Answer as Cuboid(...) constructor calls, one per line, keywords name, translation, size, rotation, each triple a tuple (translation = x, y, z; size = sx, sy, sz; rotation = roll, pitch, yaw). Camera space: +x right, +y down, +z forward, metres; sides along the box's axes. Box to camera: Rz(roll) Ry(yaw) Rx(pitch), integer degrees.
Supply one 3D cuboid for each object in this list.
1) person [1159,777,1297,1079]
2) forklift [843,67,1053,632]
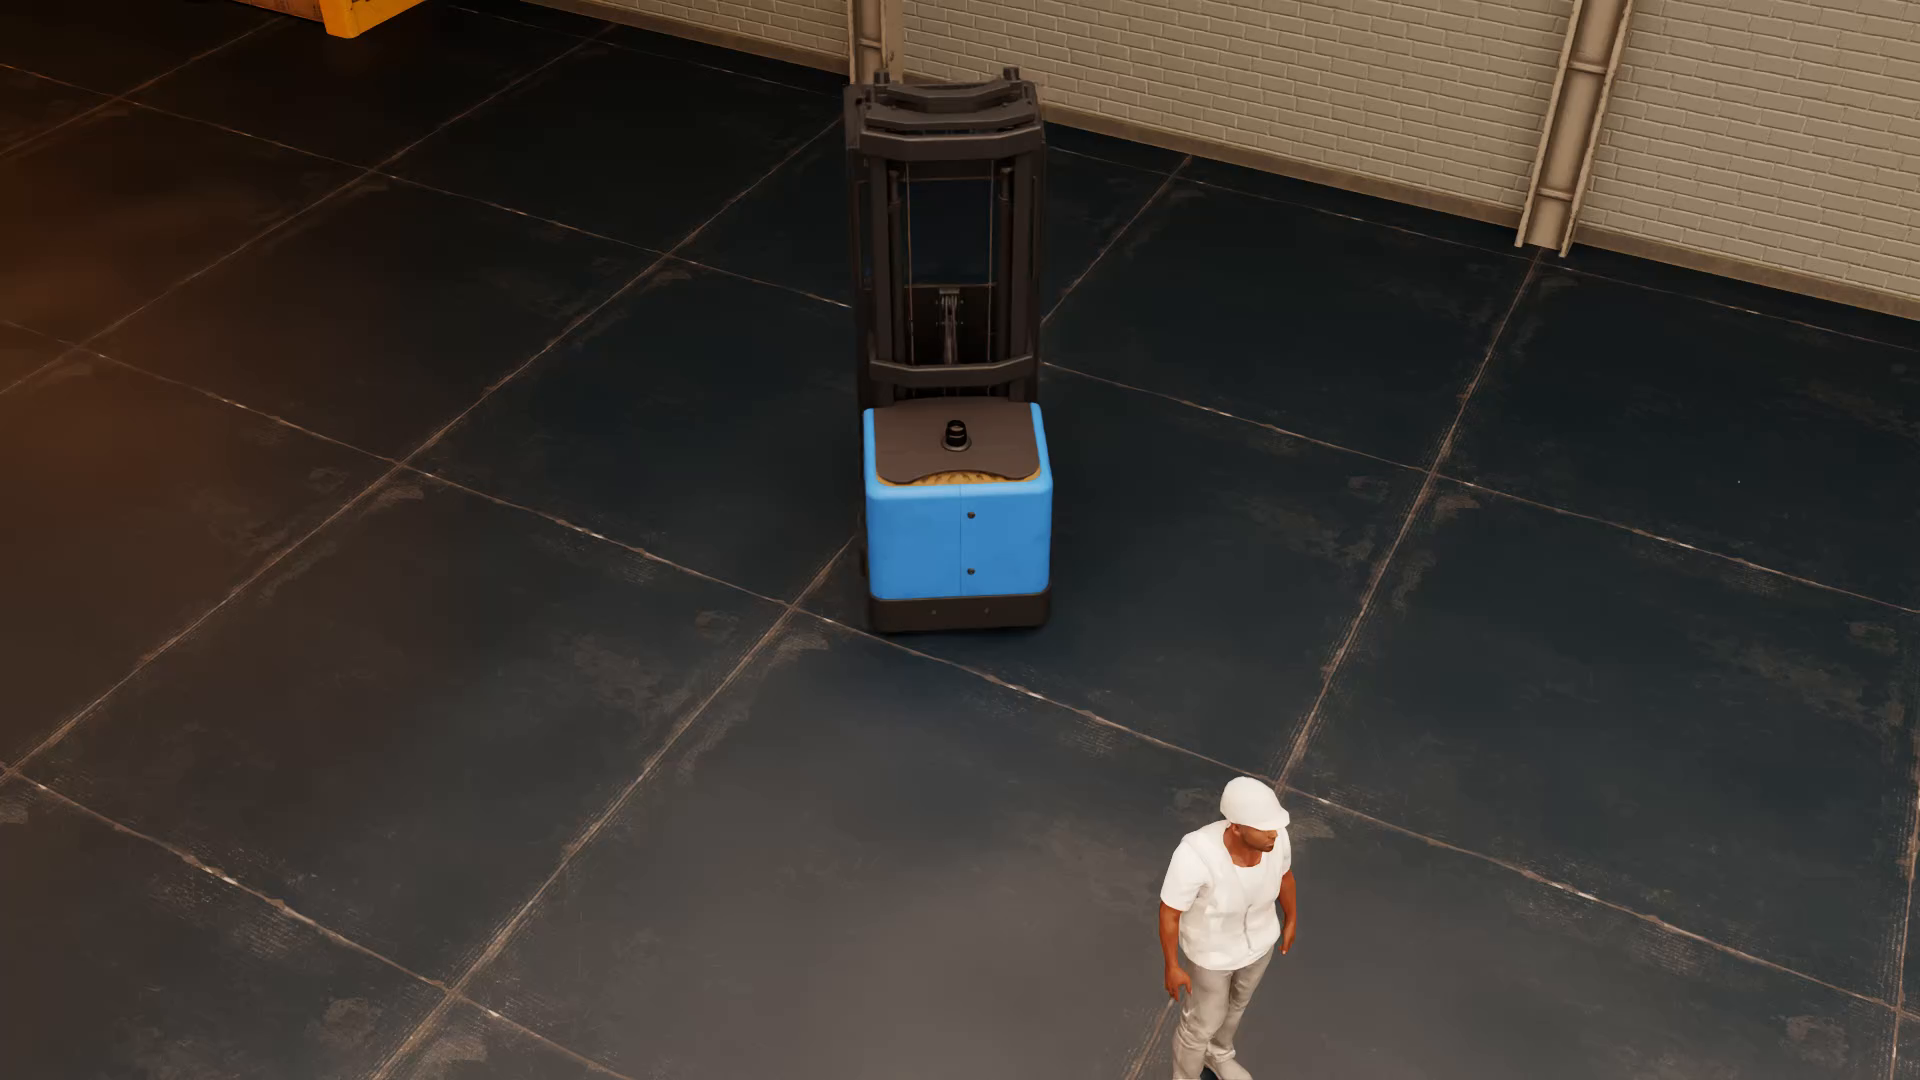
Cuboid(name="person", translation=(1.111, 1.638, 6.888), size=(0.666, 1.706, 0.420), rotation=(-19, 44, -21))
Cuboid(name="forklift", translation=(-0.092, -1.530, 9.803), size=(1.130, 2.935, 3.031), rotation=(-2, 40, -3))
